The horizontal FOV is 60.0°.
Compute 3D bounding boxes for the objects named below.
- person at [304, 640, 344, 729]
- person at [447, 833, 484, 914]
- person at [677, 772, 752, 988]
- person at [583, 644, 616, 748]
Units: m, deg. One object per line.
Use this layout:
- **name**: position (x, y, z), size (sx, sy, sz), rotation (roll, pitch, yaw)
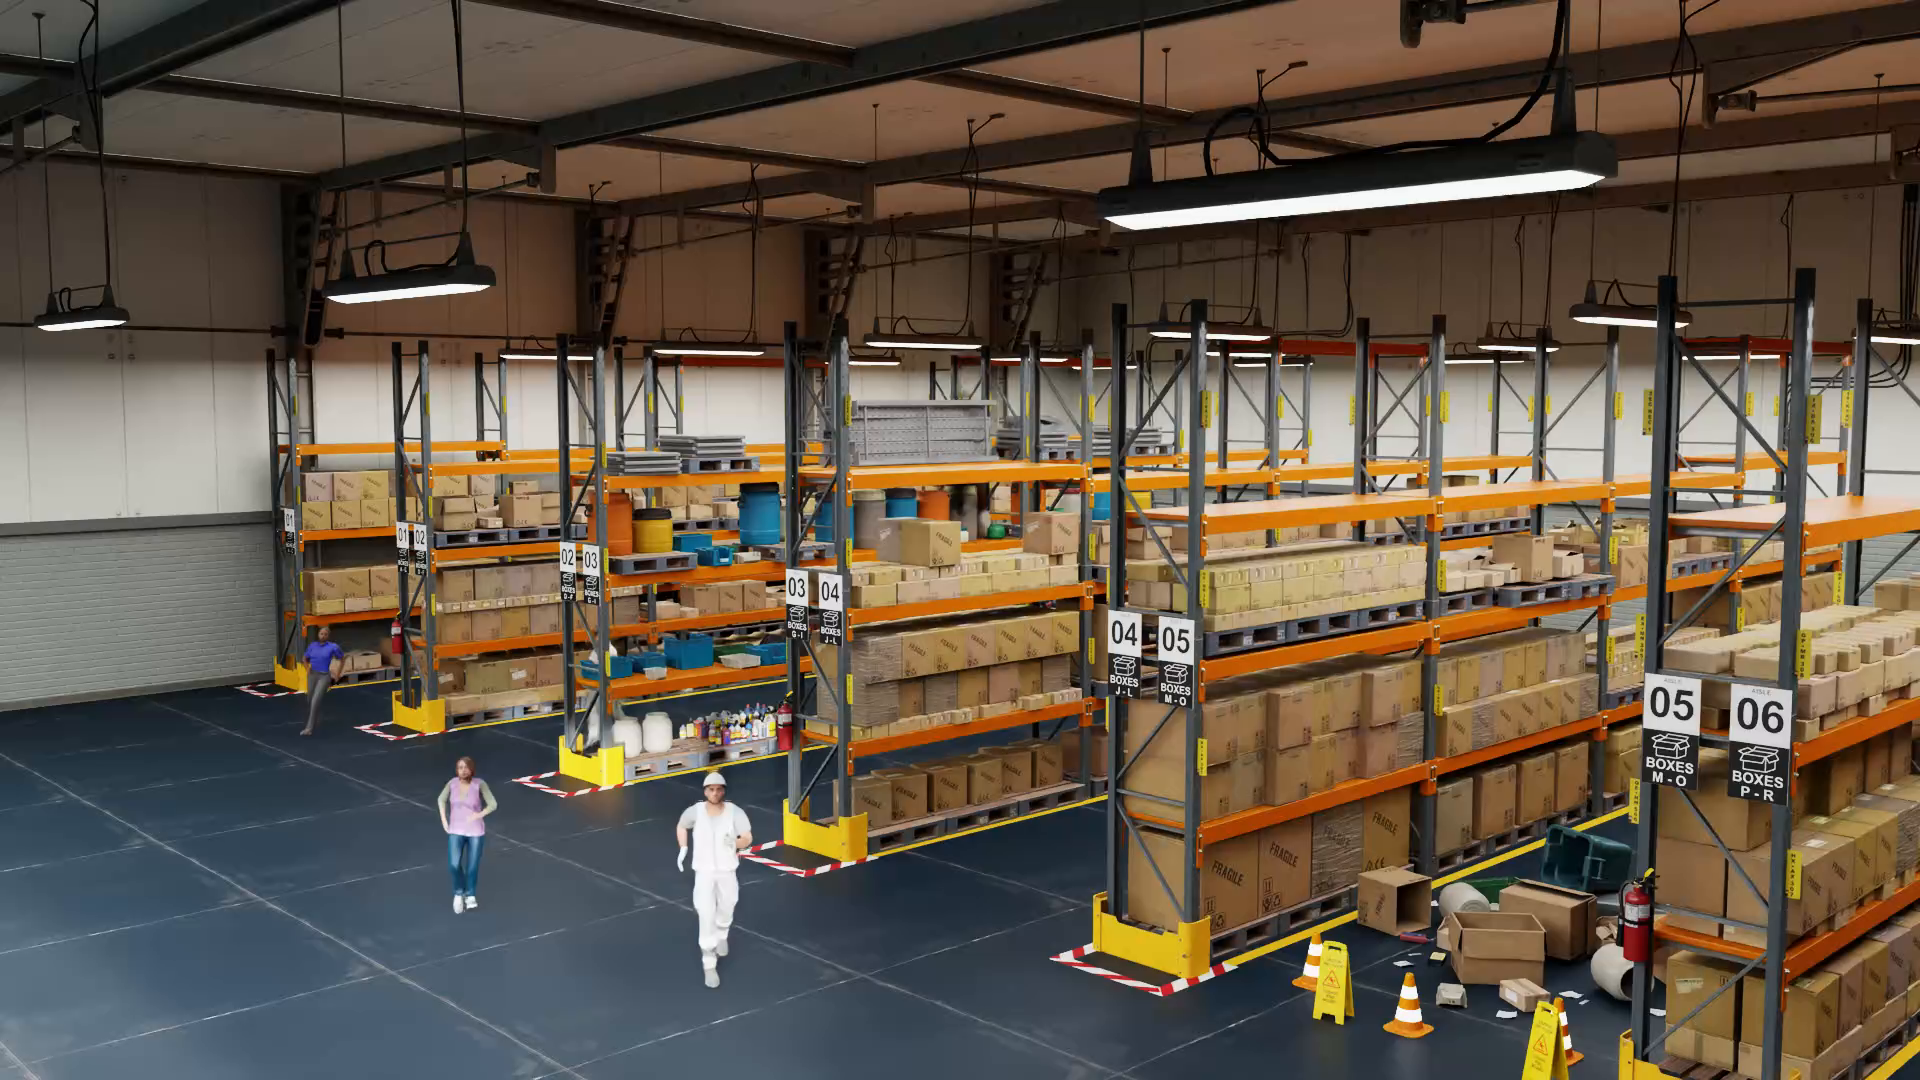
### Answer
- **person**: position (-9.790, 2.205, 25.467), size (0.606, 1.361, 0.446), rotation (0, 5, 0)
- **person**: position (-4.921, 3.257, 16.598), size (0.337, 0.930, 0.552), rotation (-1, 5, -8)
- **person**: position (-2.179, 2.957, 14.837), size (0.651, 1.785, 0.983), rotation (-1, 5, -13)
- **person**: position (-5.243, 2.294, 24.669), size (0.438, 1.590, 0.798), rotation (4, 7, 41)
